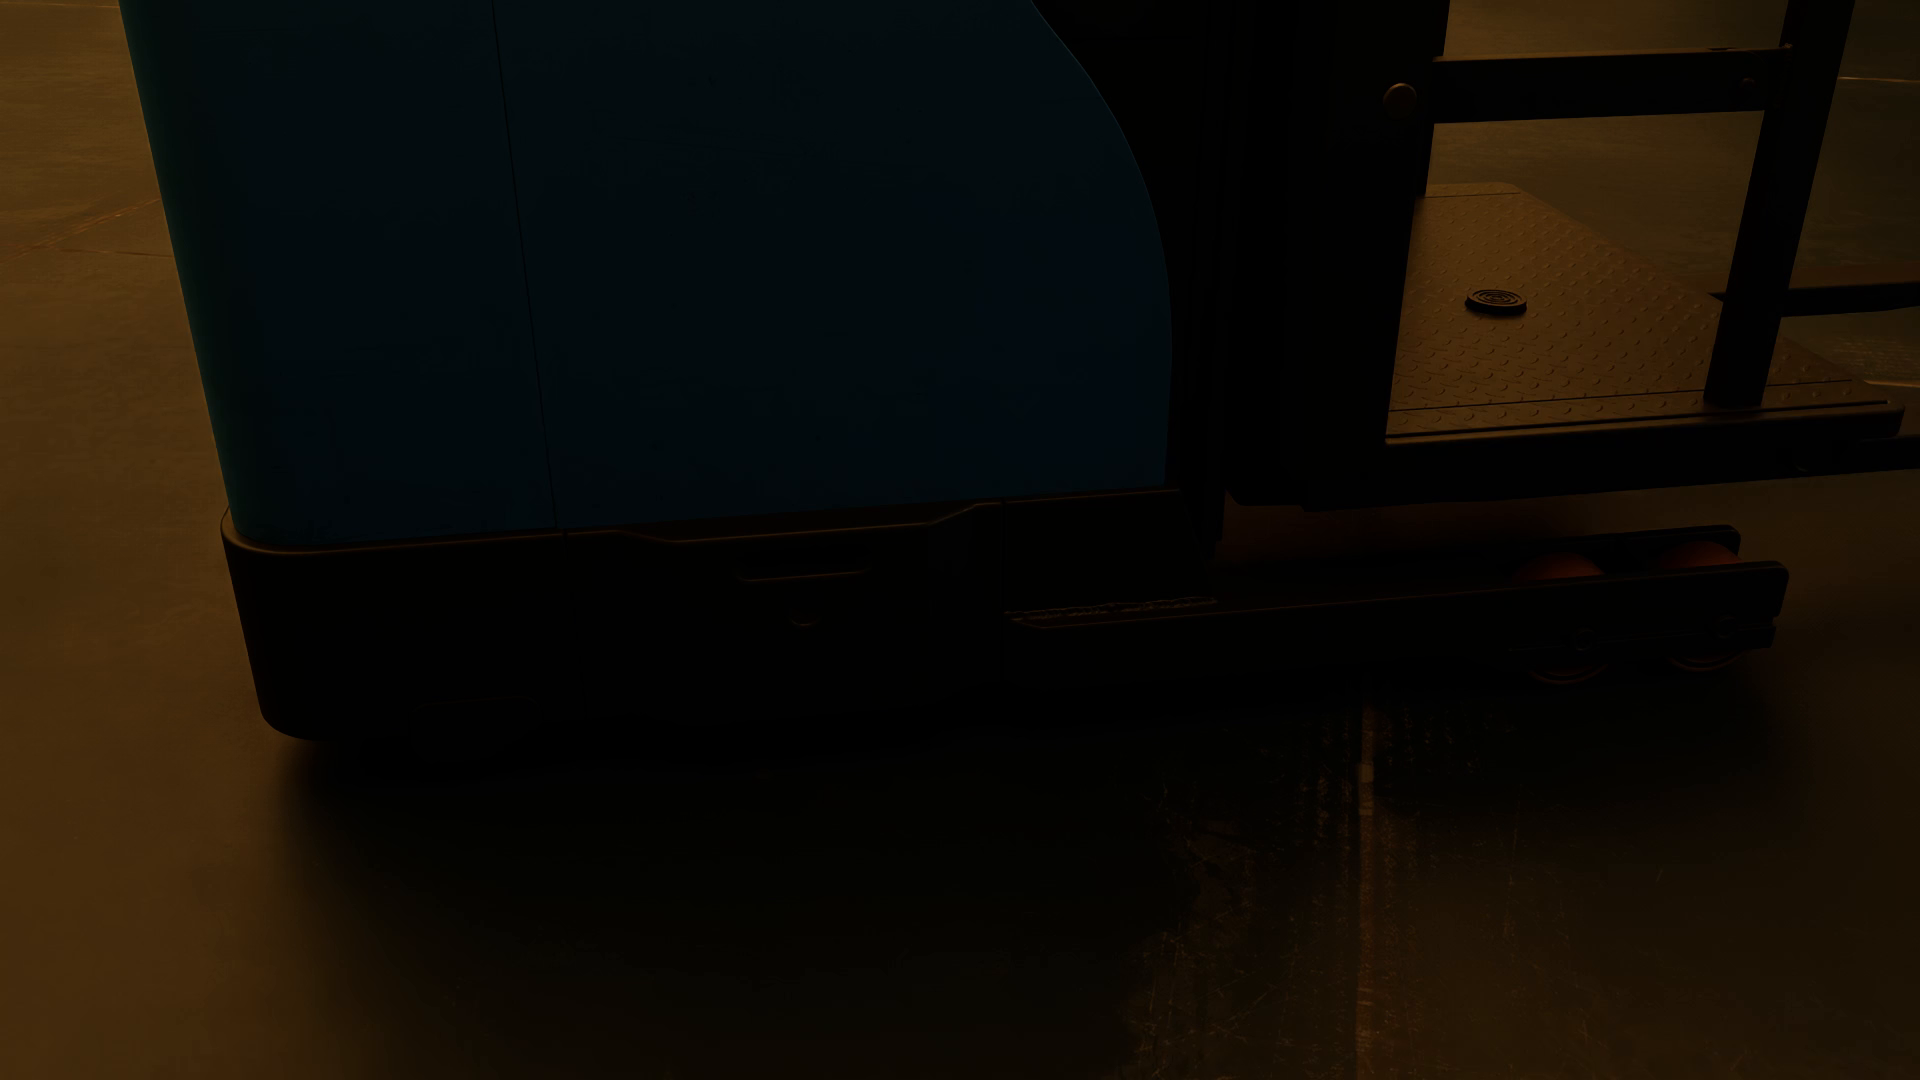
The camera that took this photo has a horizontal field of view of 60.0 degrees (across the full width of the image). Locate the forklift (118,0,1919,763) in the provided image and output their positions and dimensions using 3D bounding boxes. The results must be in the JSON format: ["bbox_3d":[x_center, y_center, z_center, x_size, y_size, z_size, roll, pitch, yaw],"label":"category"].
[{"bbox_3d":[0.600,-1.354,1.930,3.031,2.935,1.130,-4,27,-9],"label":"forklift"}]
